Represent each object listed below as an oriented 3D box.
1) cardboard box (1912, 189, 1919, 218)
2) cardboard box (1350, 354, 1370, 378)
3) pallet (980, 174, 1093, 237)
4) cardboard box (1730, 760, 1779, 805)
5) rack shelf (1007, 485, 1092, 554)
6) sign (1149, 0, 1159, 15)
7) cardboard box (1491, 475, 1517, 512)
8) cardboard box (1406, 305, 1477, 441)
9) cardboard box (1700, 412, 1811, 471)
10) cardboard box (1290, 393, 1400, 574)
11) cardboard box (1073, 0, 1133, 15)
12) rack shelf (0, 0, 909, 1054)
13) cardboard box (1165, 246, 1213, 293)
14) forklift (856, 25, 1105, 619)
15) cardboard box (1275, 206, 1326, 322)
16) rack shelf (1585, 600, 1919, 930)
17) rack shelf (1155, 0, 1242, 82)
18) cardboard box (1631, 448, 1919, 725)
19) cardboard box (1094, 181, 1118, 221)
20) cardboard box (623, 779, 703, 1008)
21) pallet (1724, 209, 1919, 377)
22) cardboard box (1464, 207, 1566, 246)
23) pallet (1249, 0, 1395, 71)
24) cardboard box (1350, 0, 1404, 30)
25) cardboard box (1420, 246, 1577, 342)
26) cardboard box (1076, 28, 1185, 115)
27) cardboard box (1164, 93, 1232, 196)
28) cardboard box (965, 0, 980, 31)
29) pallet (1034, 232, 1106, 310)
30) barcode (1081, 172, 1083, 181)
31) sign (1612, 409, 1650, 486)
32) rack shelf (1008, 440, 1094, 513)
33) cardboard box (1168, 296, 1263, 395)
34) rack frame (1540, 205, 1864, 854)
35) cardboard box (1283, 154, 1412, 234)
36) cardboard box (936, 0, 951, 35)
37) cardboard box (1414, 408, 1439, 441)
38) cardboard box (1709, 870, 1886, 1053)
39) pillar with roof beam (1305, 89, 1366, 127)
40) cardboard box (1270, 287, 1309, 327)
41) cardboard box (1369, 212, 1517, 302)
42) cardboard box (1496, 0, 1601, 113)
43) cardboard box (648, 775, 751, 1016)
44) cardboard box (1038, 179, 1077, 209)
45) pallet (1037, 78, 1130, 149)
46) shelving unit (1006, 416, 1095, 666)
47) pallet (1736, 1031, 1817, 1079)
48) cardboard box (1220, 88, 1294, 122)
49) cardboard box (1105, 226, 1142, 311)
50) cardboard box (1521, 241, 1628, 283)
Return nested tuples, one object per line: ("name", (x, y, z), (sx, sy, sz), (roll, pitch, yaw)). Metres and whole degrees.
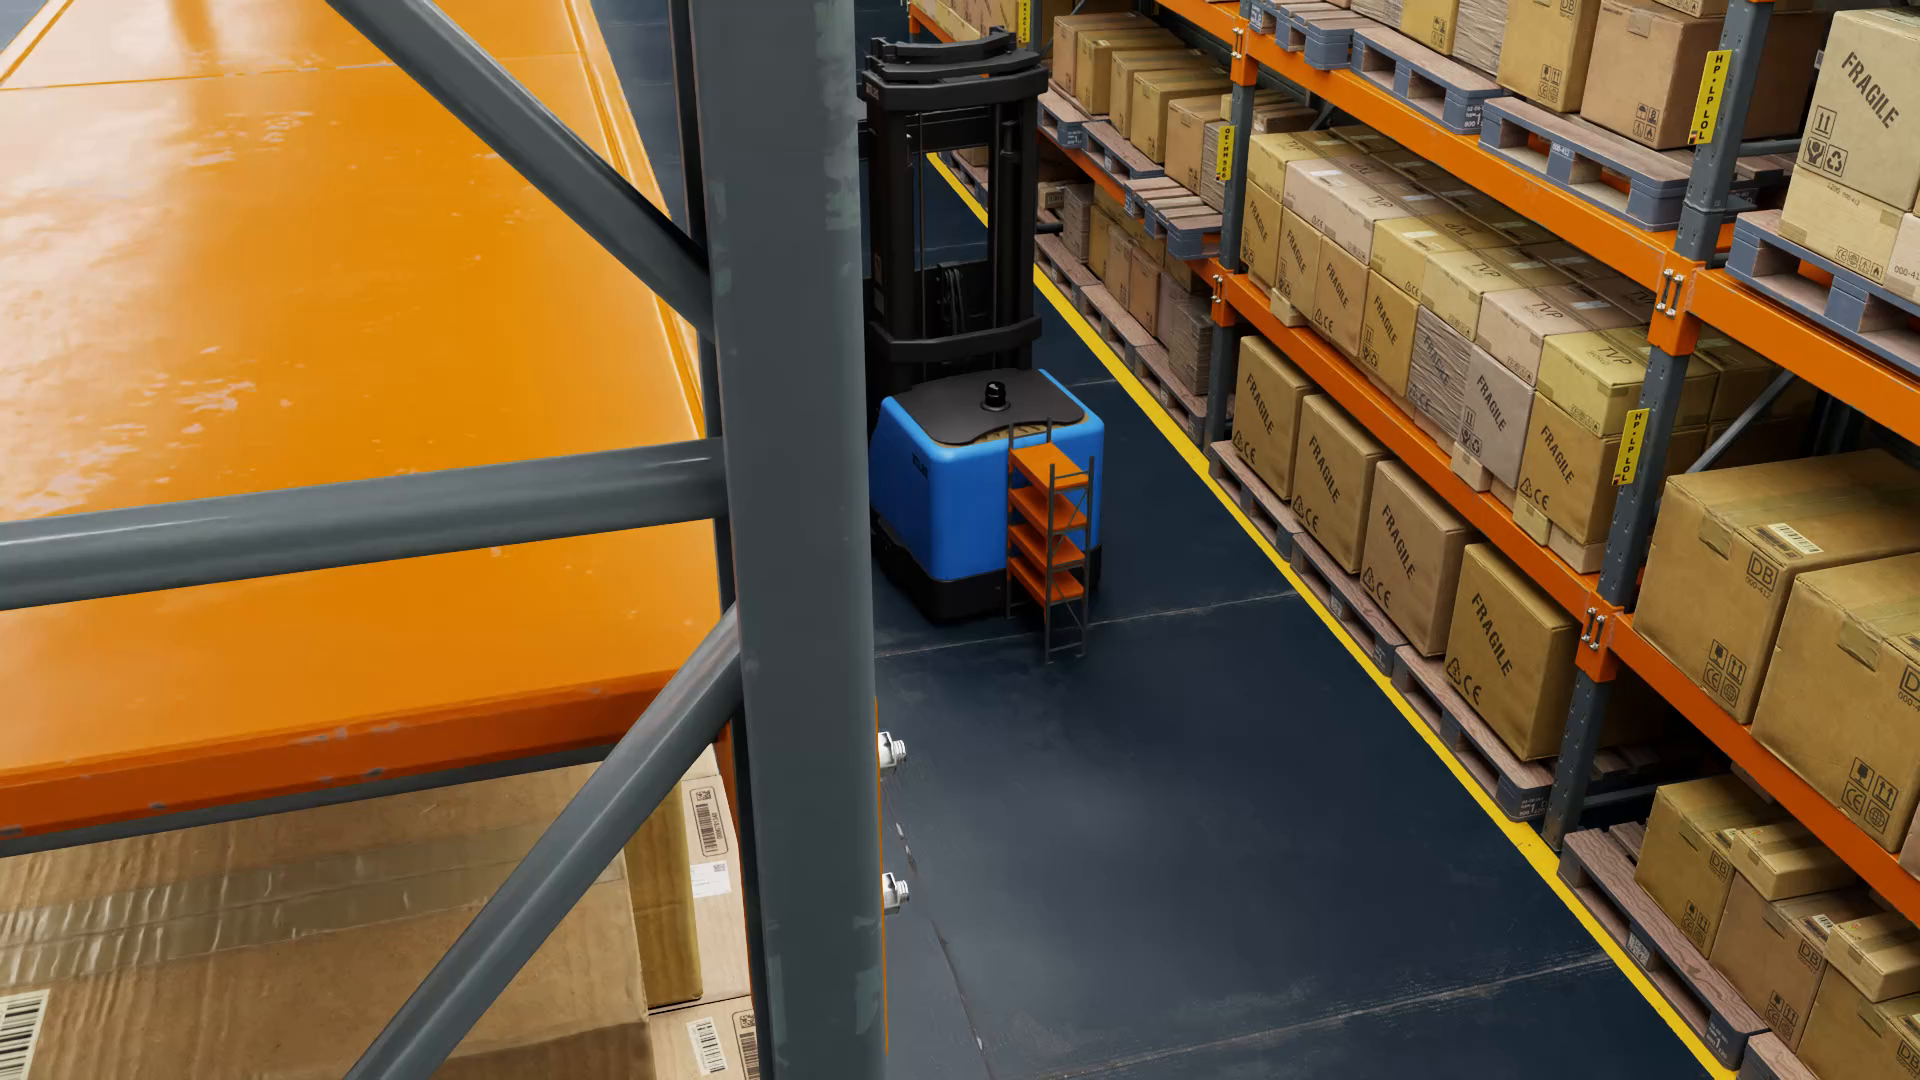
("cardboard box", (3.222, -1.128, 4.823), (0.500, 0.500, 0.500), (-8, 31, -14))
("cardboard box", (2.331, -0.998, 8.942), (0.380, 0.149, 0.250), (-7, 31, -13))
("pallet", (0.825, -2.951, 14.868), (1.003, 0.211, 1.213), (-8, 31, -13))
("cardboard box", (3.413, 0.924, 6.819), (0.380, 0.149, 0.250), (-8, 31, -14))
("rack shelf", (0.463, -0.127, 8.690), (0.258, 0.148, 0.480), (-12, 32, -20))
("sign", (1.571, -4.414, 13.458), (0.100, 0.325, 0.005), (-8, 31, -13))
("cardboard box", (2.683, -0.249, 7.648), (0.380, 0.149, 0.250), (-7, 31, -12))
("cardboard box", (2.525, -0.833, 8.009), (0.500, 0.500, 0.500), (-8, 31, -13))
("cardboard box", (3.281, -0.410, 7.279), (0.500, 0.500, 0.500), (-9, 31, -15))
("cardboard box", (2.394, -0.361, 9.337), (0.750, 0.750, 0.750), (-8, 31, -14))
("cardboard box", (1.114, -4.361, 13.902), (0.500, 0.500, 0.500), (-9, 31, -14))
("rack shelf", (-1.084, -0.631, 2.810), (1.077, 0.370, 4.000), (-8, 31, -13))
("cardboard box", (1.766, -1.963, 11.686), (0.500, 0.250, 0.500), (-7, 31, -12))
("forklift", (-0.248, -1.558, 9.747), (1.130, 2.935, 3.031), (-12, 32, -20))
("cardboard box", (2.111, -1.564, 9.272), (0.500, 0.500, 0.500), (-7, 31, -12))
("rack shelf", (3.691, 1.303, 5.453), (1.077, 0.370, 4.000), (-8, 31, -13))
("rack shelf", (1.568, -3.859, 11.377), (1.077, 0.370, 4.000), (-8, 31, -13))
("cardboard box", (3.289, 0.160, 6.410), (0.980, 0.700, 0.700), (-7, 31, -13))
("cardboard box", (1.369, -2.705, 12.968), (0.500, 0.250, 0.500), (-8, 31, -14))
("cardboard box", (-0.756, 0.346, 2.298), (0.700, 0.500, 0.500), (-8, 31, -13))
("pallet", (3.367, -0.837, 5.527), (1.003, 0.211, 1.213), (-8, 31, -13))
("cardboard box", (2.872, -1.482, 8.382), (0.500, 0.250, 0.500), (-9, 31, -14))
("pallet", (2.321, -2.818, 9.050), (1.213, 0.211, 1.003), (-6, 31, -11))
("cardboard box", (2.474, -2.962, 8.571), (0.700, 0.500, 0.500), (-10, 31, -16))
("cardboard box", (2.528, -1.165, 7.835), (0.500, 0.250, 0.500), (-7, 31, -12))
("cardboard box", (1.281, -3.550, 12.581), (0.700, 0.500, 0.500), (-5, 30, -8))
("cardboard box", (1.790, -2.631, 10.994), (0.700, 0.500, 0.500), (-11, 32, -18))
("cardboard box", (0.352, -4.778, 14.623), (0.500, 0.500, 0.500), (-9, 31, -15))
("pallet", (1.245, -2.255, 13.666), (1.003, 0.211, 1.213), (-8, 31, -13))
("barcode", (1.101, -3.276, 14.981), (0.001, 0.075, 0.075), (-8, 31, -13))
("sign", (2.640, -0.364, 6.539), (0.100, 0.325, 0.005), (-8, 31, -13))
("rack shelf", (0.463, -0.331, 8.571), (0.258, 0.148, 0.480), (-12, 32, -20))
("cardboard box", (1.857, -1.355, 11.384), (0.700, 0.500, 0.500), (-7, 31, -13))
("rack frame", (3.160, 0.026, 6.942), (1.000, 3.000, 0.127), (-8, 31, -13))
("cardboard box", (2.114, -1.898, 9.101), (0.500, 0.250, 0.500), (-8, 31, -14))
("cardboard box", (0.080, -4.940, 15.651), (0.500, 0.250, 0.500), (-8, 31, -14))
("cardboard box", (2.503, -0.619, 8.287), (0.380, 0.149, 0.250), (-9, 31, -15))
("cardboard box", (3.390, 1.544, 6.395), (0.700, 0.500, 0.500), (-8, 31, -14))
("pillar with roof beam", (-1.563, -4.673, 9.071), (9.100, 9.000, 0.400), (-8, 31, -13))
("cardboard box", (2.010, -1.353, 9.556), (0.380, 0.149, 0.250), (-7, 31, -12))
("cardboard box", (2.392, -1.411, 8.260), (0.500, 0.250, 0.500), (-8, 31, -14))
("cardboard box", (2.822, -2.206, 7.264), (0.700, 0.500, 0.500), (-8, 31, -14))
("cardboard box", (-0.564, 0.644, 2.531), (0.500, 0.250, 0.500), (-8, 31, -13))
("cardboard box", (0.866, -3.056, 14.656), (0.380, 0.166, 0.250), (-12, 32, -20))
("pallet", (1.100, -3.366, 12.994), (1.003, 0.211, 1.213), (-8, 31, -13))
("shelving unit", (0.463, 0.009, 8.768), (0.258, 1.200, 0.503), (-12, 32, -20))
("pallet", (3.614, 2.201, 5.968), (1.003, 0.211, 1.213), (-8, 31, -13))
("cardboard box", (1.878, -2.736, 10.528), (0.380, 0.149, 0.250), (-13, 33, -22))
("cardboard box", (1.530, -2.098, 12.668), (0.700, 0.500, 0.500), (-8, 31, -13))
("cardboard box", (3.006, -1.229, 7.945), (0.500, 0.250, 0.500), (-9, 31, -15))
